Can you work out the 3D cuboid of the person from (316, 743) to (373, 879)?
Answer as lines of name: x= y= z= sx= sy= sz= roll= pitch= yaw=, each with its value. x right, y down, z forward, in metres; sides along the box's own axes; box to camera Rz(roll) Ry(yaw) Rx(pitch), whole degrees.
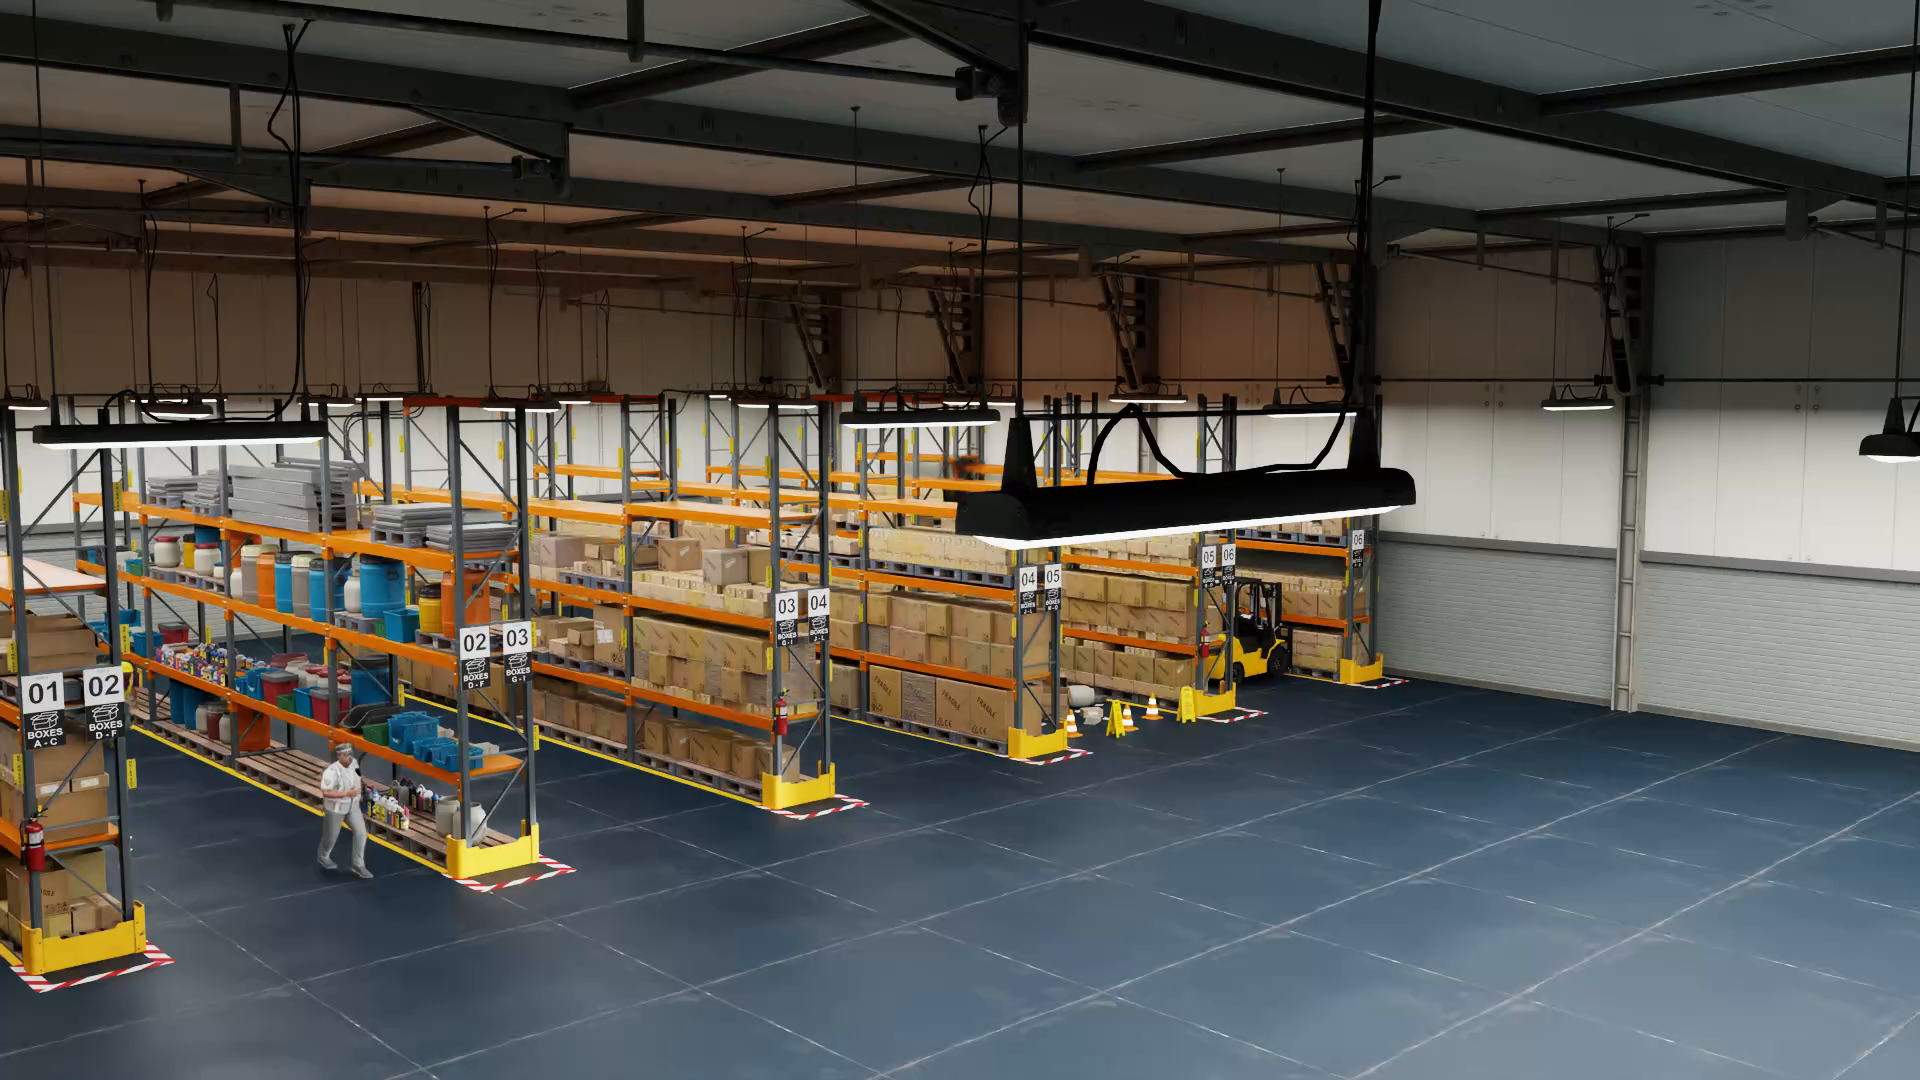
person: x=-7.880 y=3.423 z=21.175 sx=0.991 sy=1.774 sz=0.668 roll=4 pitch=7 yaw=38

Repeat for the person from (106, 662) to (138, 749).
person: x=-14.405 y=2.824 z=28.337 sx=0.978 sy=1.561 sz=0.721 roll=4 pitch=7 yaw=33
